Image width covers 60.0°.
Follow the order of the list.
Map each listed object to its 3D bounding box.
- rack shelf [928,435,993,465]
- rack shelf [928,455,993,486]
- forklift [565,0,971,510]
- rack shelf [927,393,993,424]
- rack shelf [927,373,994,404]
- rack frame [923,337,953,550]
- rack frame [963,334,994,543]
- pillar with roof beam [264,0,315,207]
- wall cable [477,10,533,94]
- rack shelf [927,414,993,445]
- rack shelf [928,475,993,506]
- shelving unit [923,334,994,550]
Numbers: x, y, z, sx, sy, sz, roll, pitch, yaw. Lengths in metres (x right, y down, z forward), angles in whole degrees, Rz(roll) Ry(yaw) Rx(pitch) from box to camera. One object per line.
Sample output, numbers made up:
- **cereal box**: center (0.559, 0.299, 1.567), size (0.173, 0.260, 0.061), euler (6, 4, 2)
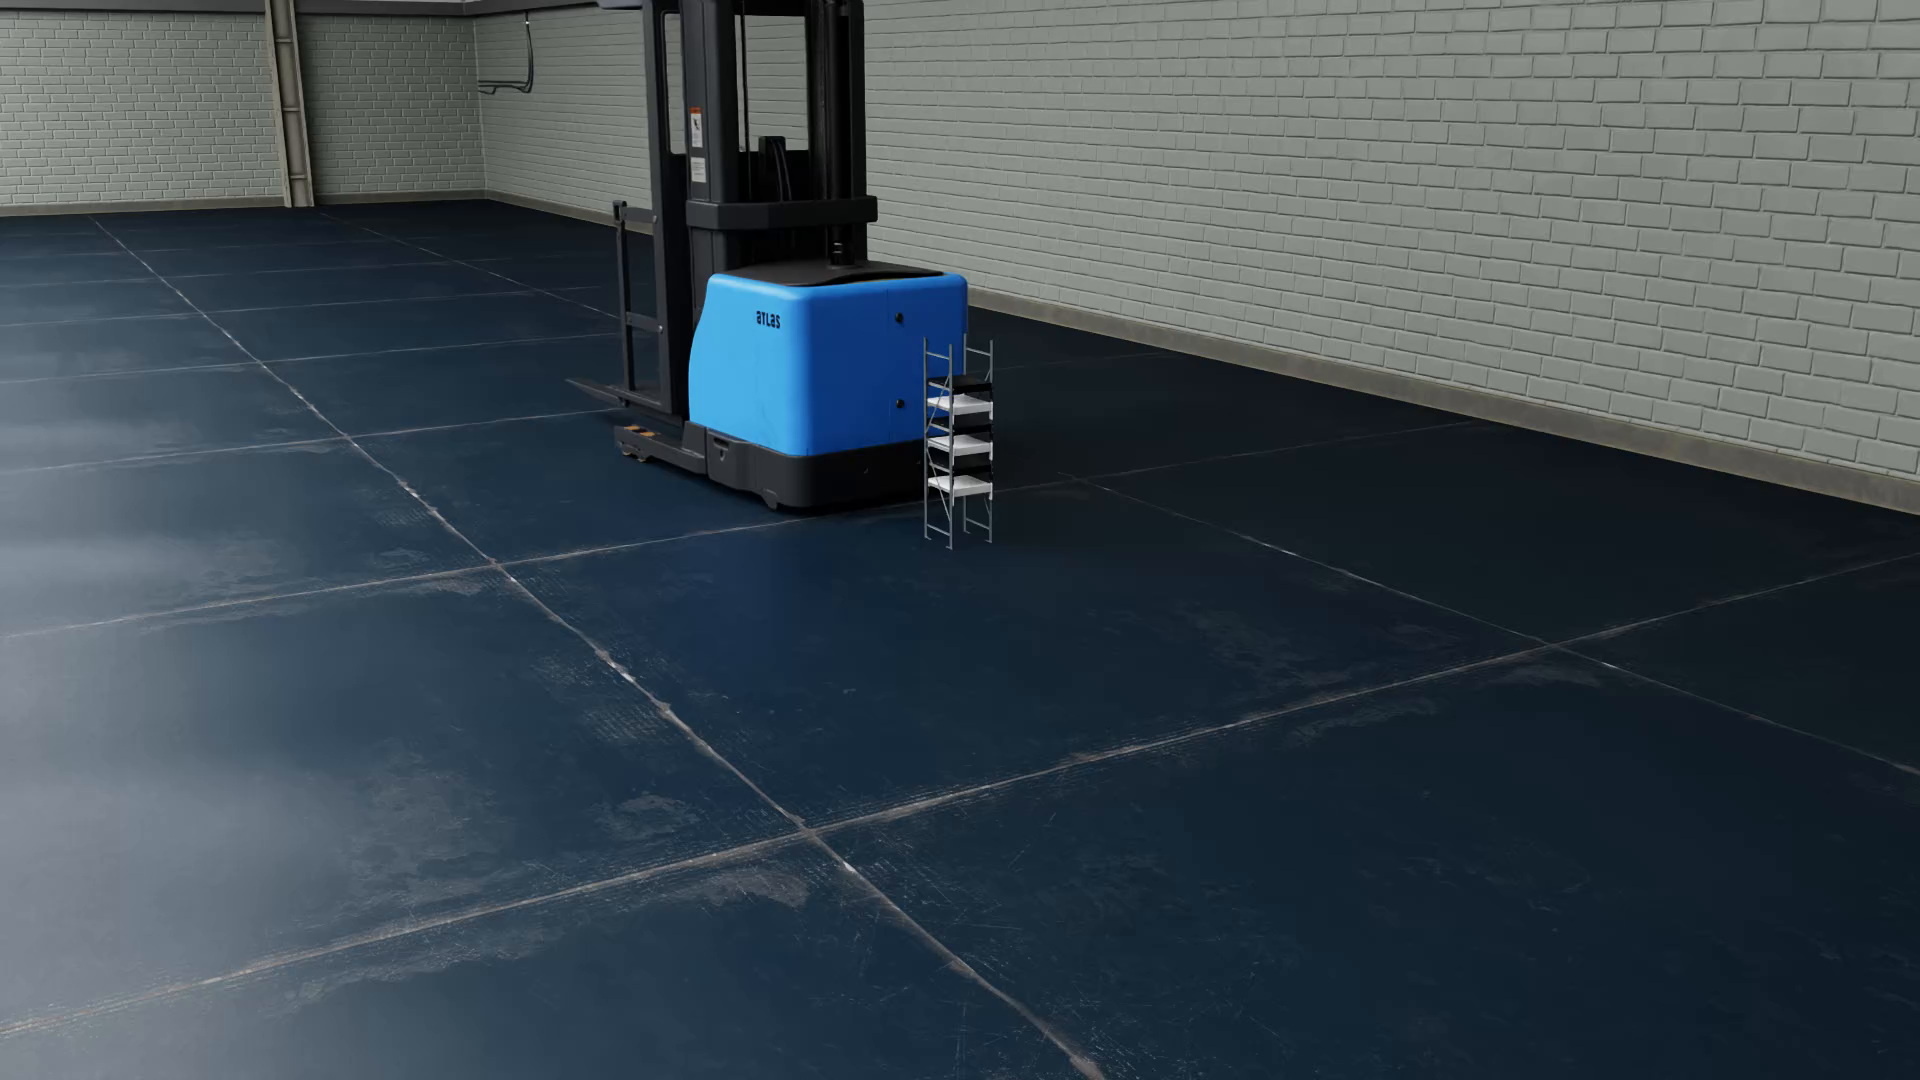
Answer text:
- **rack shelf**: center (-0.007, -0.400, 7.293), size (0.200, 0.077, 0.258), euler (-9, 18, -30)
- **rack shelf**: center (-0.007, -0.313, 7.318), size (0.200, 0.077, 0.258), euler (-9, 18, -30)
- **forklift**: center (-1.222, -1.893, 8.734), size (1.130, 2.935, 3.031), euler (-11, 19, -35)
- **rack shelf**: center (-0.007, -0.573, 7.245), size (0.200, 0.077, 0.258), euler (-9, 18, -30)
- **rack shelf**: center (-0.007, -0.660, 7.220), size (0.200, 0.077, 0.258), euler (-9, 18, -30)
- **rack frame**: center (-0.094, -0.418, 7.234), size (0.006, 0.900, 0.240), euler (-9, 18, -30)
- **rack frame**: center (0.080, -0.446, 7.335), size (0.006, 0.900, 0.240), euler (-9, 18, -30)
- **pillar with roof beam**: center (-8.154, -8.581, 21.348), size (0.400, 9.000, 9.100), euler (-9, 18, -30)
- **wall cable**: center (-7.165, -8.185, 25.690), size (0.112, 2.526, 3.097), euler (-9, 18, -30)
- **rack shelf**: center (-0.007, -0.487, 7.269), size (0.200, 0.077, 0.258), euler (-9, 18, -30)
- **rack shelf**: center (-0.007, -0.227, 7.342), size (0.200, 0.077, 0.258), euler (-9, 18, -30)
- **shelving unit**: center (-0.007, -0.432, 7.284), size (0.210, 0.900, 0.258), euler (-9, 18, -30)
